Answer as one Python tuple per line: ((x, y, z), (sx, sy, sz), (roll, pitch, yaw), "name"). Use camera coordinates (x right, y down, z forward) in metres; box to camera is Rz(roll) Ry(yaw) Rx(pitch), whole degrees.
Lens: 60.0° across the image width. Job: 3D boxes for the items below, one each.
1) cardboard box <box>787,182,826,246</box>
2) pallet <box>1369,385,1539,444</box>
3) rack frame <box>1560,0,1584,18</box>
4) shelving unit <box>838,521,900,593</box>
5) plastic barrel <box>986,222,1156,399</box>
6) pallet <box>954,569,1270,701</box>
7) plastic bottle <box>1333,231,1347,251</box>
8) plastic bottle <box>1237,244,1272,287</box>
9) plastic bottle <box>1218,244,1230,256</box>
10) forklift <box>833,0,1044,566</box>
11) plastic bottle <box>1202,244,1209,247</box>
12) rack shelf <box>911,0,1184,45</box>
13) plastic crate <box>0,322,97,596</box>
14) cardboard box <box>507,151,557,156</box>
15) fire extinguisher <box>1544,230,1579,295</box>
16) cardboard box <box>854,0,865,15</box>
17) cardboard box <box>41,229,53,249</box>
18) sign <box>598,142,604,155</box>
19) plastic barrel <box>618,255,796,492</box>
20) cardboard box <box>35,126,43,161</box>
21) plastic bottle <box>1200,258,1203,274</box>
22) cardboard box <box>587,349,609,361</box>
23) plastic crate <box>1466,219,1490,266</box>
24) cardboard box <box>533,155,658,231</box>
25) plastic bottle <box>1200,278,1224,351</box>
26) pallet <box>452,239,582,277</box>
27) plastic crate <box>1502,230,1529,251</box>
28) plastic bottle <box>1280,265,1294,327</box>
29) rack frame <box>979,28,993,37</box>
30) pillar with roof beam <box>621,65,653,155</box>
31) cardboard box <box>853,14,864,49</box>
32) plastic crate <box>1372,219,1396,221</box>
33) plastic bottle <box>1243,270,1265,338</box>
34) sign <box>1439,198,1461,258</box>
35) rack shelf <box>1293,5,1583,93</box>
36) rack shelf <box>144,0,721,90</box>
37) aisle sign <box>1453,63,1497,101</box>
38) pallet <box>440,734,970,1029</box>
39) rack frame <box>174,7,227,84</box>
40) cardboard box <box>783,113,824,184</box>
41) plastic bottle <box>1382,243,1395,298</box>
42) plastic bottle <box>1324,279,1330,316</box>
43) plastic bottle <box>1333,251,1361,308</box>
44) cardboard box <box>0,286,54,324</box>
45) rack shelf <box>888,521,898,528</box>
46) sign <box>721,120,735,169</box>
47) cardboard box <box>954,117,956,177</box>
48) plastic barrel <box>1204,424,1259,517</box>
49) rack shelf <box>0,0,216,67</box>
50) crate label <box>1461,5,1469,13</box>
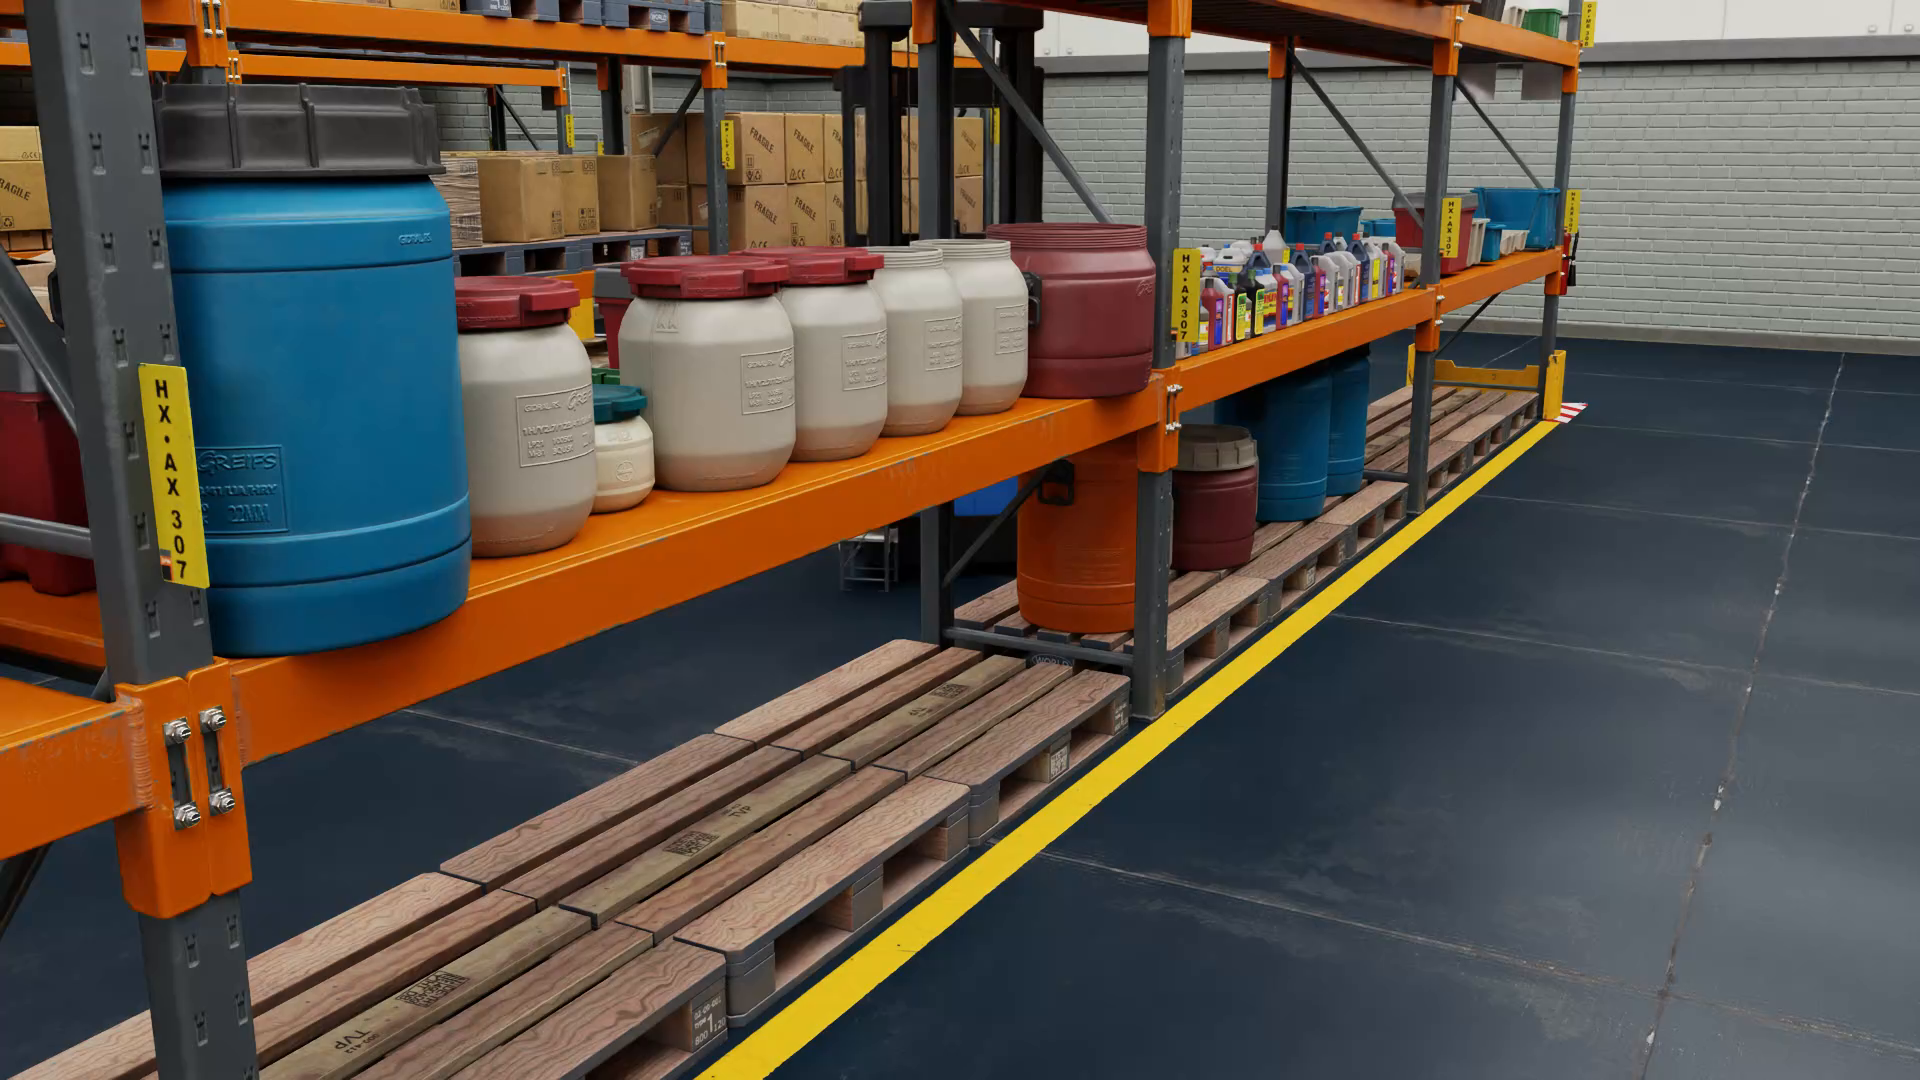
((-1.361, -2.454, 12.597), (0.500, 0.500, 0.500), (8, 16, 29), "cardboard box")
((3.745, -0.964, 12.582), (1.003, 0.211, 1.213), (7, 15, 28), "pallet")
((4.178, -5.401, 12.236), (1.000, 3.000, 0.127), (7, 15, 28), "rack frame")
((-0.440, -0.213, 7.999), (0.258, 0.900, 0.210), (2, 14, 10), "shelving unit")
((0.351, -0.780, 5.578), (0.600, 0.536, 0.708), (7, 15, 28), "plastic barrel")
((0.655, 0.346, 7.148), (1.003, 0.211, 1.213), (7, 15, 28), "pallet")
((1.960, -1.431, 8.673), (0.144, 0.351, 0.185), (7, 15, 28), "plastic bottle")
((1.355, -1.178, 7.624), (0.144, 0.351, 0.185), (7, 15, 28), "plastic bottle")
((1.430, -1.454, 8.938), (0.097, 0.271, 0.097), (0, 14, 0), "plastic bottle")
((-0.128, -1.591, 9.380), (1.130, 2.935, 3.031), (-2, 14, -7), "forklift")
((1.264, -1.398, 8.681), (0.061, 0.283, 0.133), (7, 15, 28), "plastic bottle")
((-0.656, -1.541, 4.162), (1.077, 0.370, 4.000), (7, 15, 28), "rack shelf")
((-1.657, -0.188, 3.275), (0.402, 0.464, 0.583), (7, 15, 28), "plastic crate")
((-4.733, -3.647, 17.121), (0.980, 0.700, 0.700), (8, 16, 31), "cardboard box")
((4.648, -2.245, 12.907), (0.296, 0.674, 0.183), (7, 15, 28), "fire extinguisher")
((-0.904, -4.232, 13.043), (0.500, 0.250, 0.500), (7, 15, 28), "cardboard box")
((-6.997, -2.317, 12.737), (0.380, 0.149, 0.250), (7, 15, 26), "cardboard box")
((-2.569, -2.707, 12.013), (0.100, 0.325, 0.005), (7, 15, 28), "sign")
((-0.614, -0.411, 4.046), (0.433, 0.535, 0.433), (0, 14, 0), "plastic barrel")
((-6.932, -3.021, 12.672), (0.500, 0.250, 0.500), (8, 16, 29), "cardboard box")
((1.127, -1.314, 8.349), (0.152, 0.276, 0.135), (7, 15, 28), "plastic bottle")
((-2.324, -0.990, 11.136), (0.500, 0.500, 0.500), (7, 15, 28), "cardboard box")
((3.143, -1.928, 10.755), (0.437, 0.282, 0.530), (7, 15, 28), "plastic crate")
((-2.515, -2.407, 11.507), (0.700, 0.500, 0.500), (2, 14, 9), "cardboard box")
((1.001, -0.901, 6.619), (0.061, 0.283, 0.133), (7, 15, 28), "plastic bottle")
((-3.088, -1.711, 10.142), (1.003, 0.211, 1.213), (7, 15, 28), "pallet")
((3.942, -2.198, 12.184), (0.396, 0.136, 0.243), (7, 15, 28), "plastic crate")
((1.441, -1.090, 7.431), (0.097, 0.271, 0.097), (0, 14, 0), "plastic bottle")
((-0.157, -5.963, 14.567), (1.000, 3.000, 0.127), (7, 15, 28), "rack frame")
((-0.178, -6.688, 17.573), (9.100, 9.000, 0.400), (7, 15, 28), "pillar with roof beam")
((-0.912, -3.990, 13.105), (0.500, 0.250, 0.500), (7, 15, 28), "cardboard box")
((3.134, -2.149, 11.776), (0.416, 0.233, 0.300), (7, 15, 28), "plastic crate")
((1.242, -1.003, 7.044), (0.061, 0.283, 0.133), (7, 15, 28), "plastic bottle")
((2.725, -1.736, 9.242), (0.100, 0.325, 0.005), (7, 15, 28), "sign")
((3.211, -3.183, 10.970), (1.077, 0.370, 4.000), (7, 15, 28), "rack shelf")
((-3.057, -2.924, 9.897), (1.077, 0.370, 4.000), (7, 15, 28), "rack shelf")
((3.953, -3.797, 12.835), (0.394, 0.787, 0.004), (7, 15, 28), "aisle sign")
((-0.689, 0.916, 4.783), (1.003, 0.211, 1.213), (7, 15, 28), "pallet")
((-4.024, -1.405, 8.462), (1.000, 3.000, 0.127), (7, 15, 28), "rack frame")
((-1.367, -2.931, 12.445), (0.500, 0.500, 0.500), (7, 15, 26), "cardboard box")
((2.265, -1.437, 8.843), (0.061, 0.283, 0.133), (7, 15, 28), "plastic bottle")
((1.707, -1.169, 7.907), (0.097, 0.201, 0.097), (0, 14, 0), "plastic bottle")
((1.916, -1.308, 8.322), (0.152, 0.276, 0.135), (7, 15, 28), "plastic bottle")
((-4.217, -1.067, 7.596), (0.380, 0.149, 0.250), (7, 15, 28), "cardboard box")
((-0.440, -0.094, 8.028), (0.258, 0.077, 0.200), (2, 14, 10), "rack shelf")
((-1.603, -2.727, 11.473), (0.100, 0.325, 0.005), (7, 15, 28), "sign")
((-0.374, -3.355, 14.203), (0.500, 0.500, 0.500), (8, 16, 30), "cardboard box")
((1.273, -0.298, 8.281), (0.421, 0.512, 0.421), (0, 14, 0), "plastic barrel")
((-4.991, -2.103, 6.493), (1.077, 0.370, 4.000), (7, 15, 28), "rack shelf")
((2.734, -3.062, 9.495), (0.293, 0.136, 0.466), (7, 15, 28), "crate label")
